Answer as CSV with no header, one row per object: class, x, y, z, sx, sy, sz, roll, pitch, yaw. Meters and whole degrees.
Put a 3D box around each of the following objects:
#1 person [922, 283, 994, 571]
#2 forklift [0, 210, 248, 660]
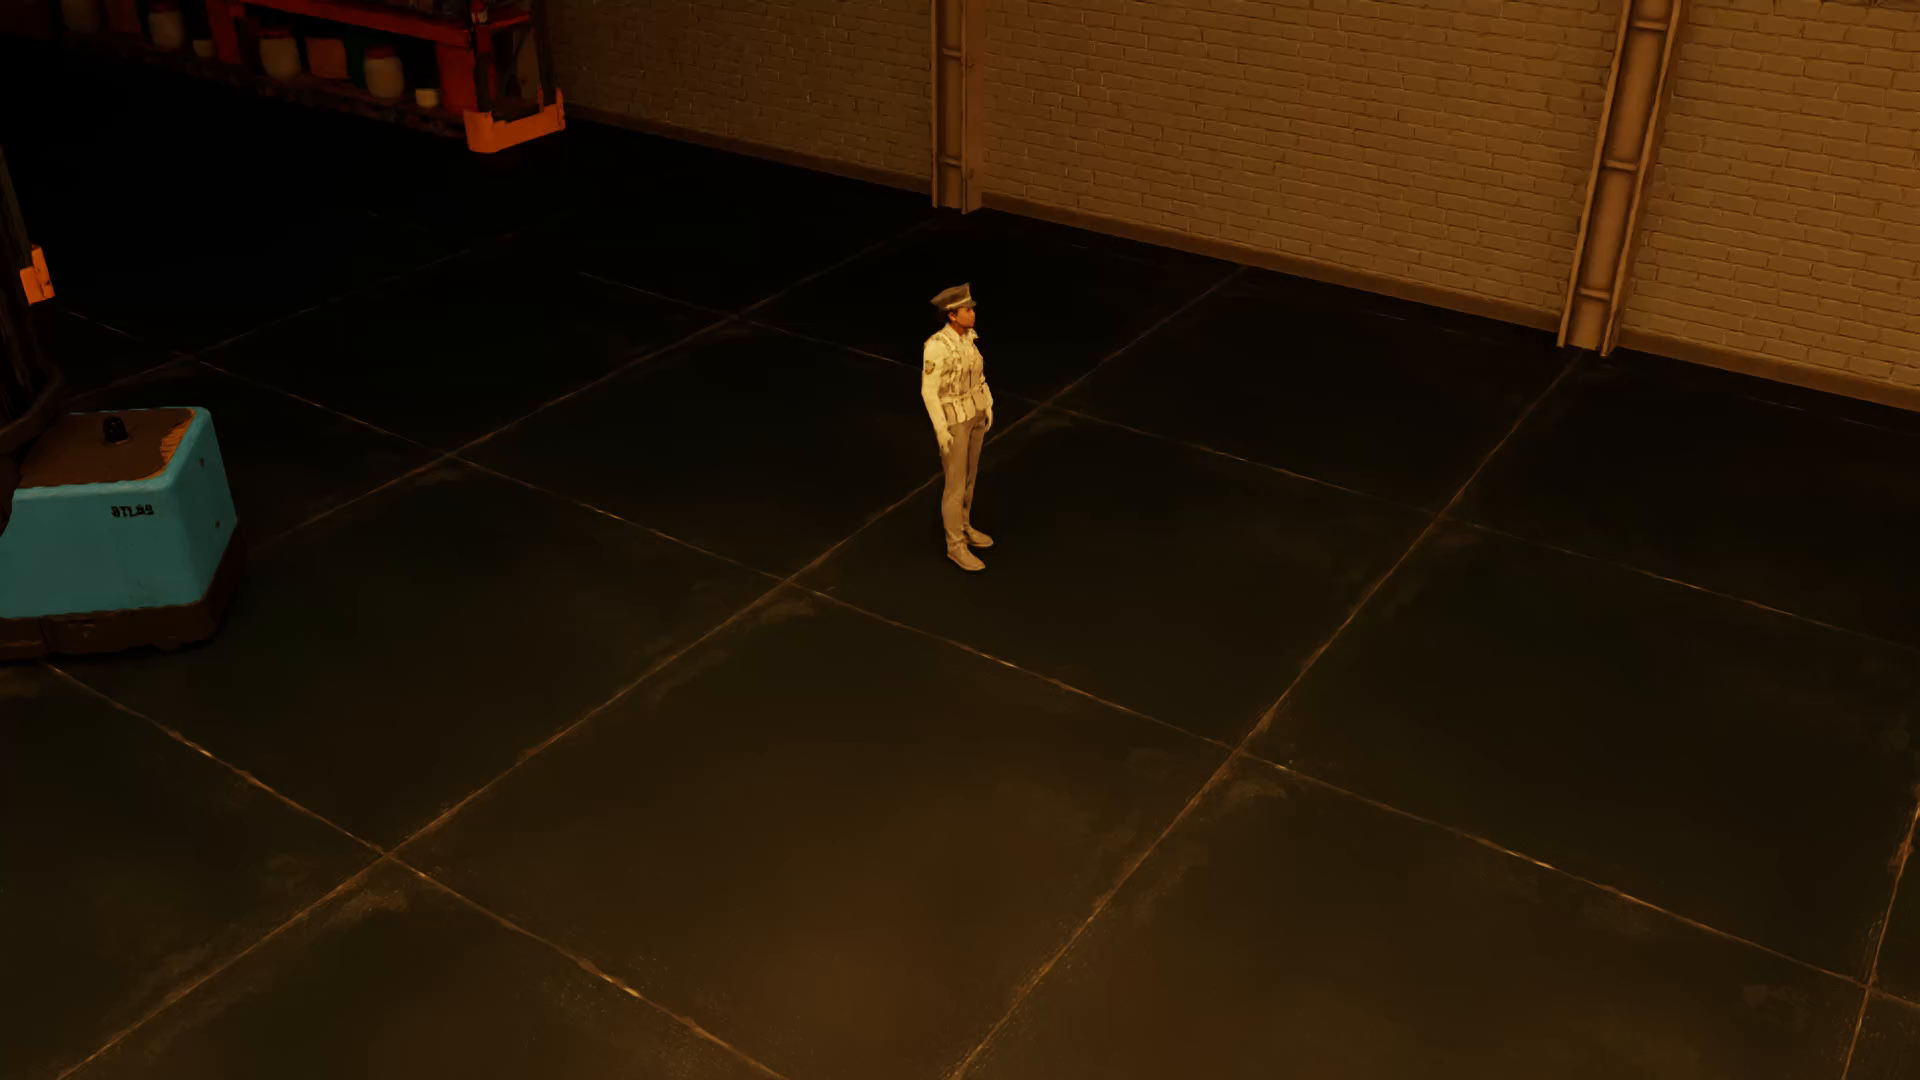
person,0.052,-0.717,10.033,0.533,1.695,0.586,19,35,29
forklift,-5.795,-0.784,8.932,3.031,2.935,1.130,-4,30,-8
